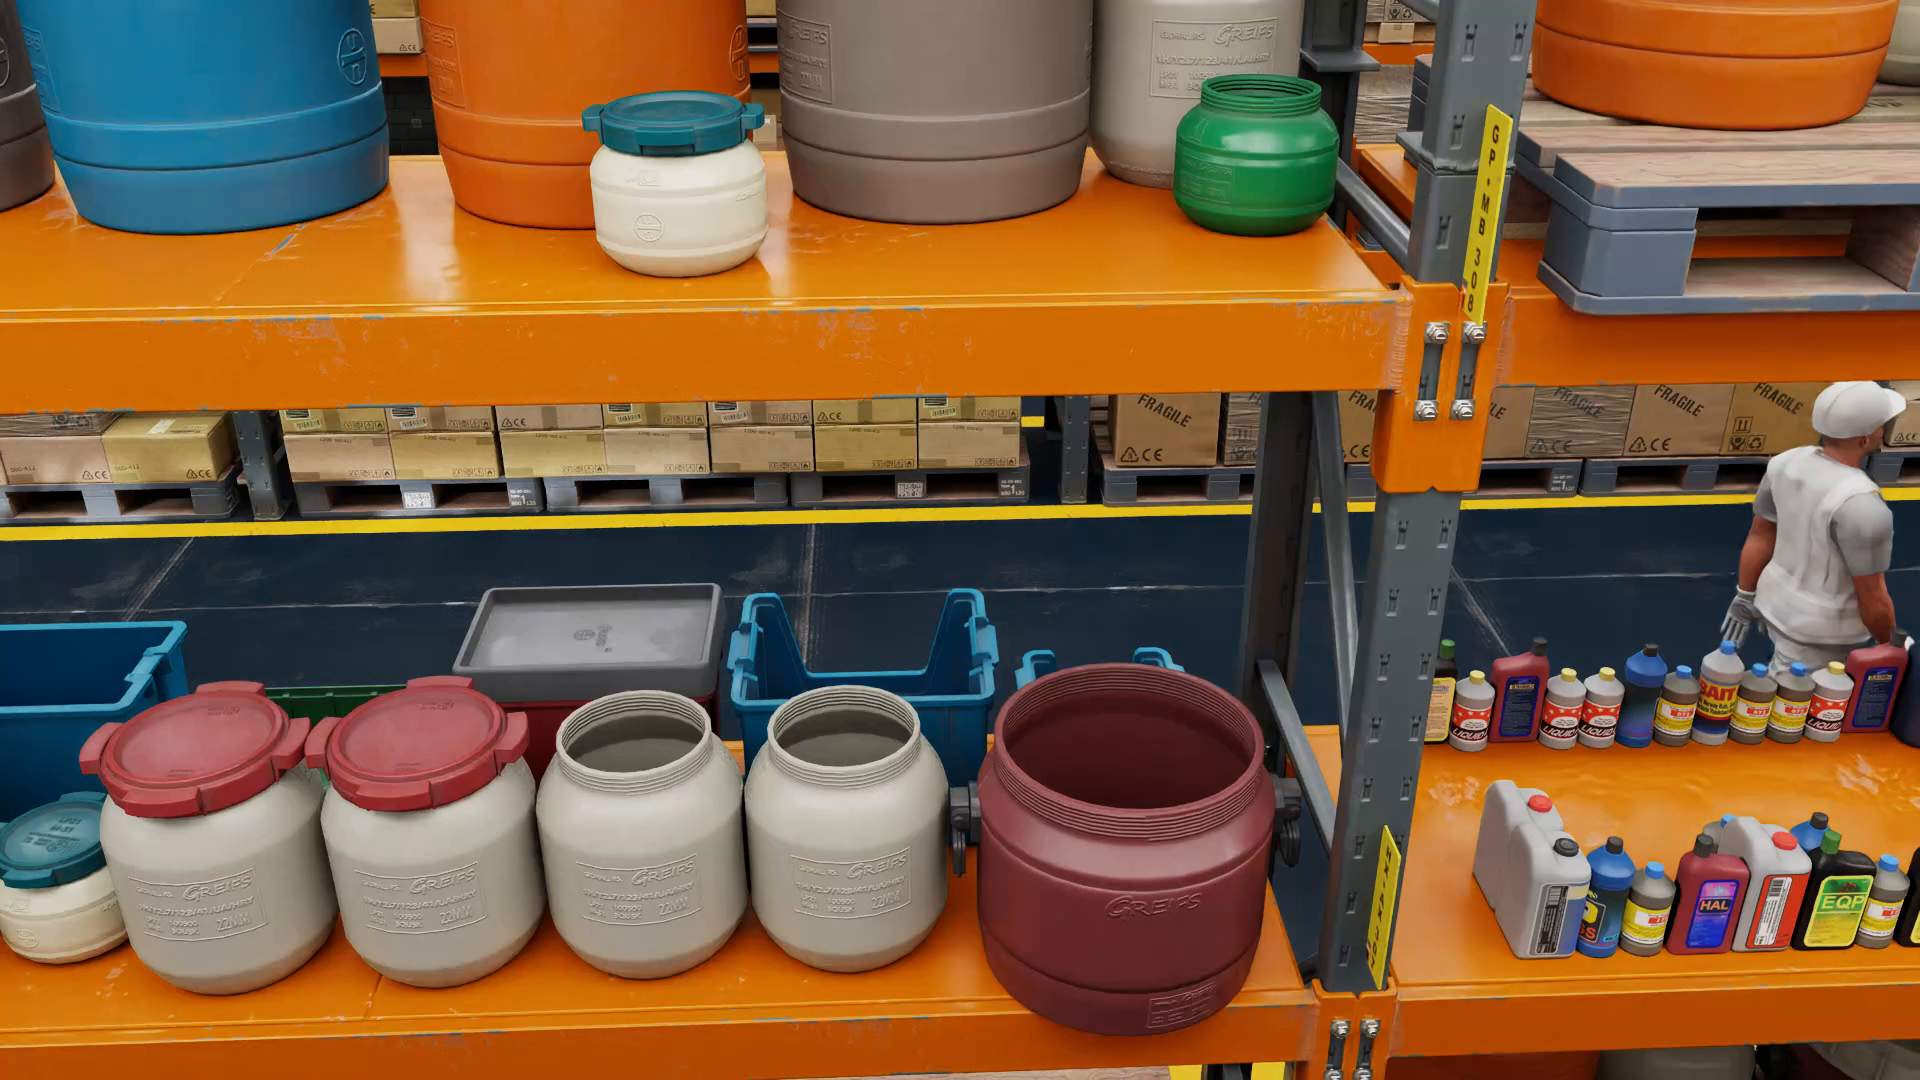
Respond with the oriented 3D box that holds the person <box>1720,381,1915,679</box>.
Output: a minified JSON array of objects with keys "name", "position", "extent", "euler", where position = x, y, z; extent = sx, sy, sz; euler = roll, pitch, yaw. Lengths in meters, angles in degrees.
[{"name":"person","position":[2.891,0.274,5.568],"extent":[1.028,1.747,0.533],"euler":[-1,27,-2]}]
